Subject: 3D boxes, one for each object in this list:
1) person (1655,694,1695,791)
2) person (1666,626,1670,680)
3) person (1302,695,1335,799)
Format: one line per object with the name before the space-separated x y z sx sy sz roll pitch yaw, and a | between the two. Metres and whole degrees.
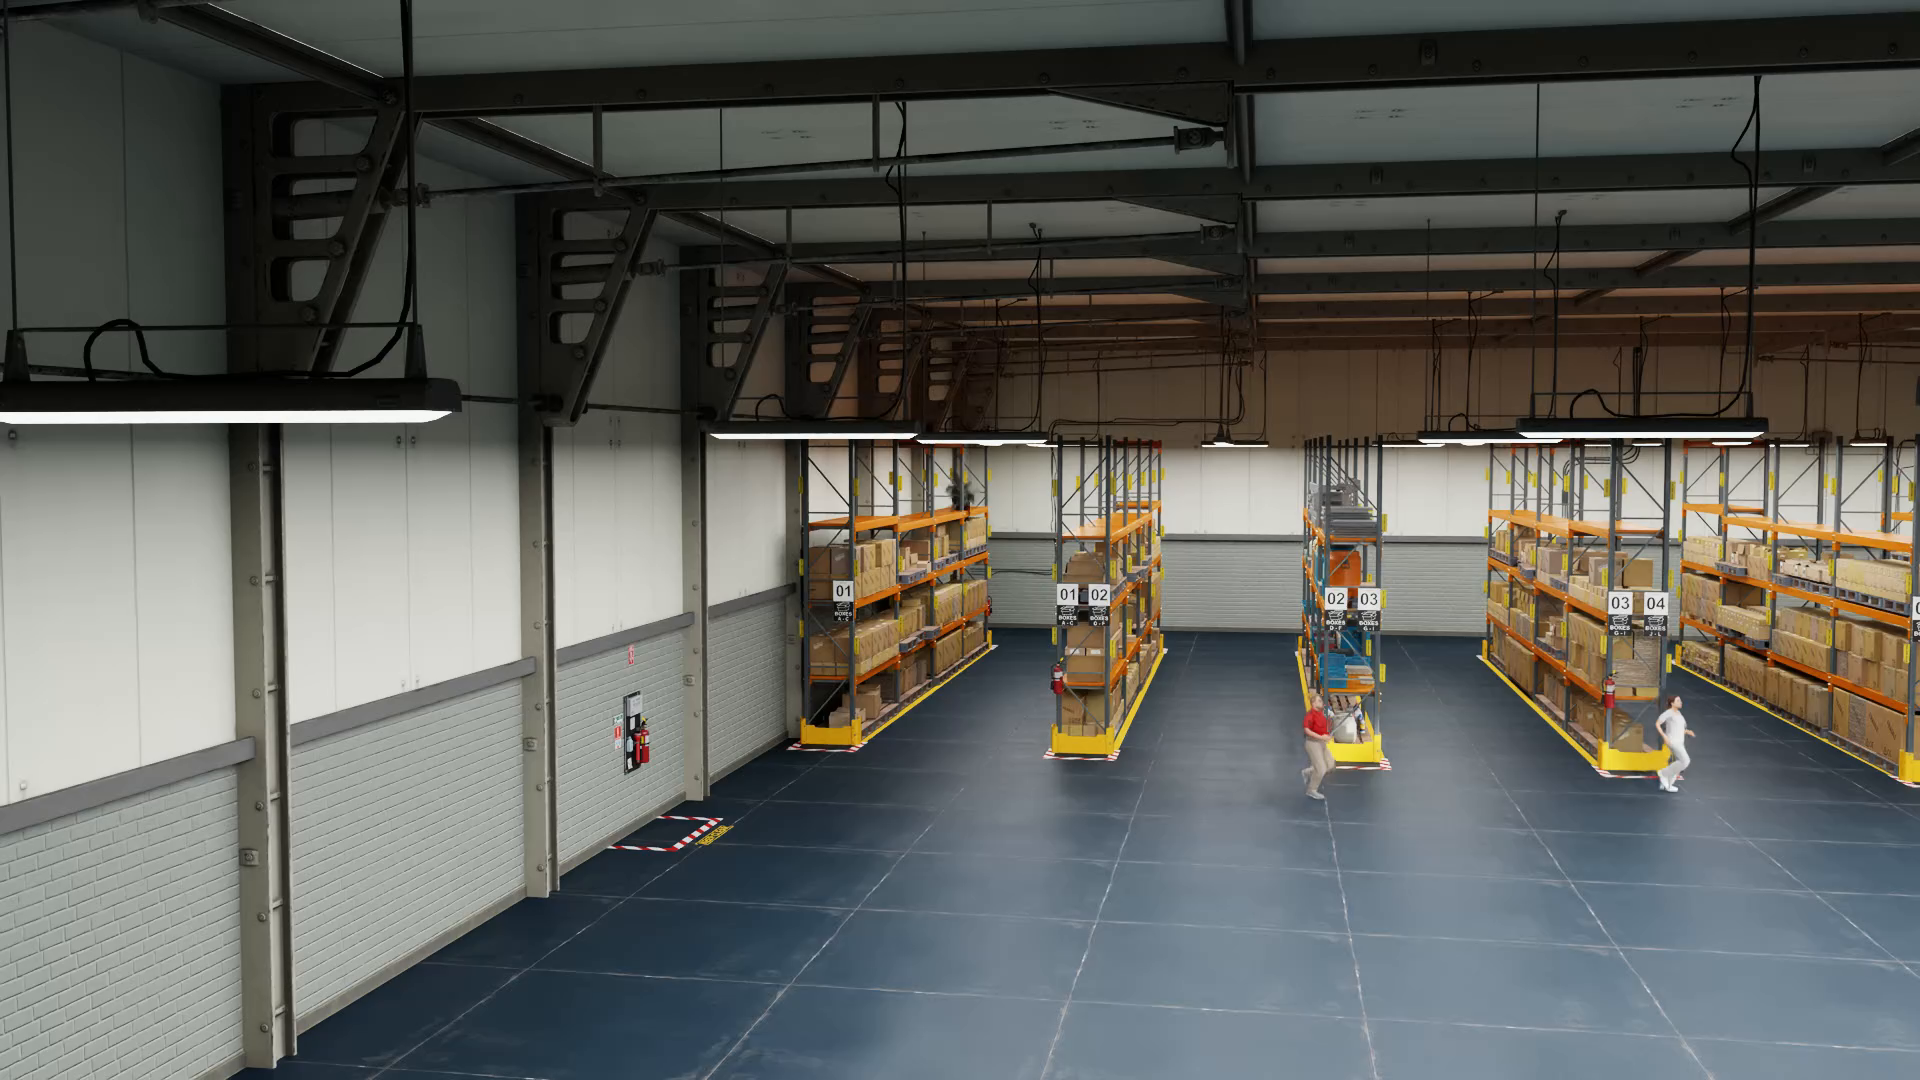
person | 11.992 3.386 27.803 0.558 1.605 0.557 -3 4 -43
person | 17.474 2.644 41.558 0.578 1.688 0.687 1 3 13
person | 5.882 3.405 27.401 0.592 1.686 0.717 2 4 32
